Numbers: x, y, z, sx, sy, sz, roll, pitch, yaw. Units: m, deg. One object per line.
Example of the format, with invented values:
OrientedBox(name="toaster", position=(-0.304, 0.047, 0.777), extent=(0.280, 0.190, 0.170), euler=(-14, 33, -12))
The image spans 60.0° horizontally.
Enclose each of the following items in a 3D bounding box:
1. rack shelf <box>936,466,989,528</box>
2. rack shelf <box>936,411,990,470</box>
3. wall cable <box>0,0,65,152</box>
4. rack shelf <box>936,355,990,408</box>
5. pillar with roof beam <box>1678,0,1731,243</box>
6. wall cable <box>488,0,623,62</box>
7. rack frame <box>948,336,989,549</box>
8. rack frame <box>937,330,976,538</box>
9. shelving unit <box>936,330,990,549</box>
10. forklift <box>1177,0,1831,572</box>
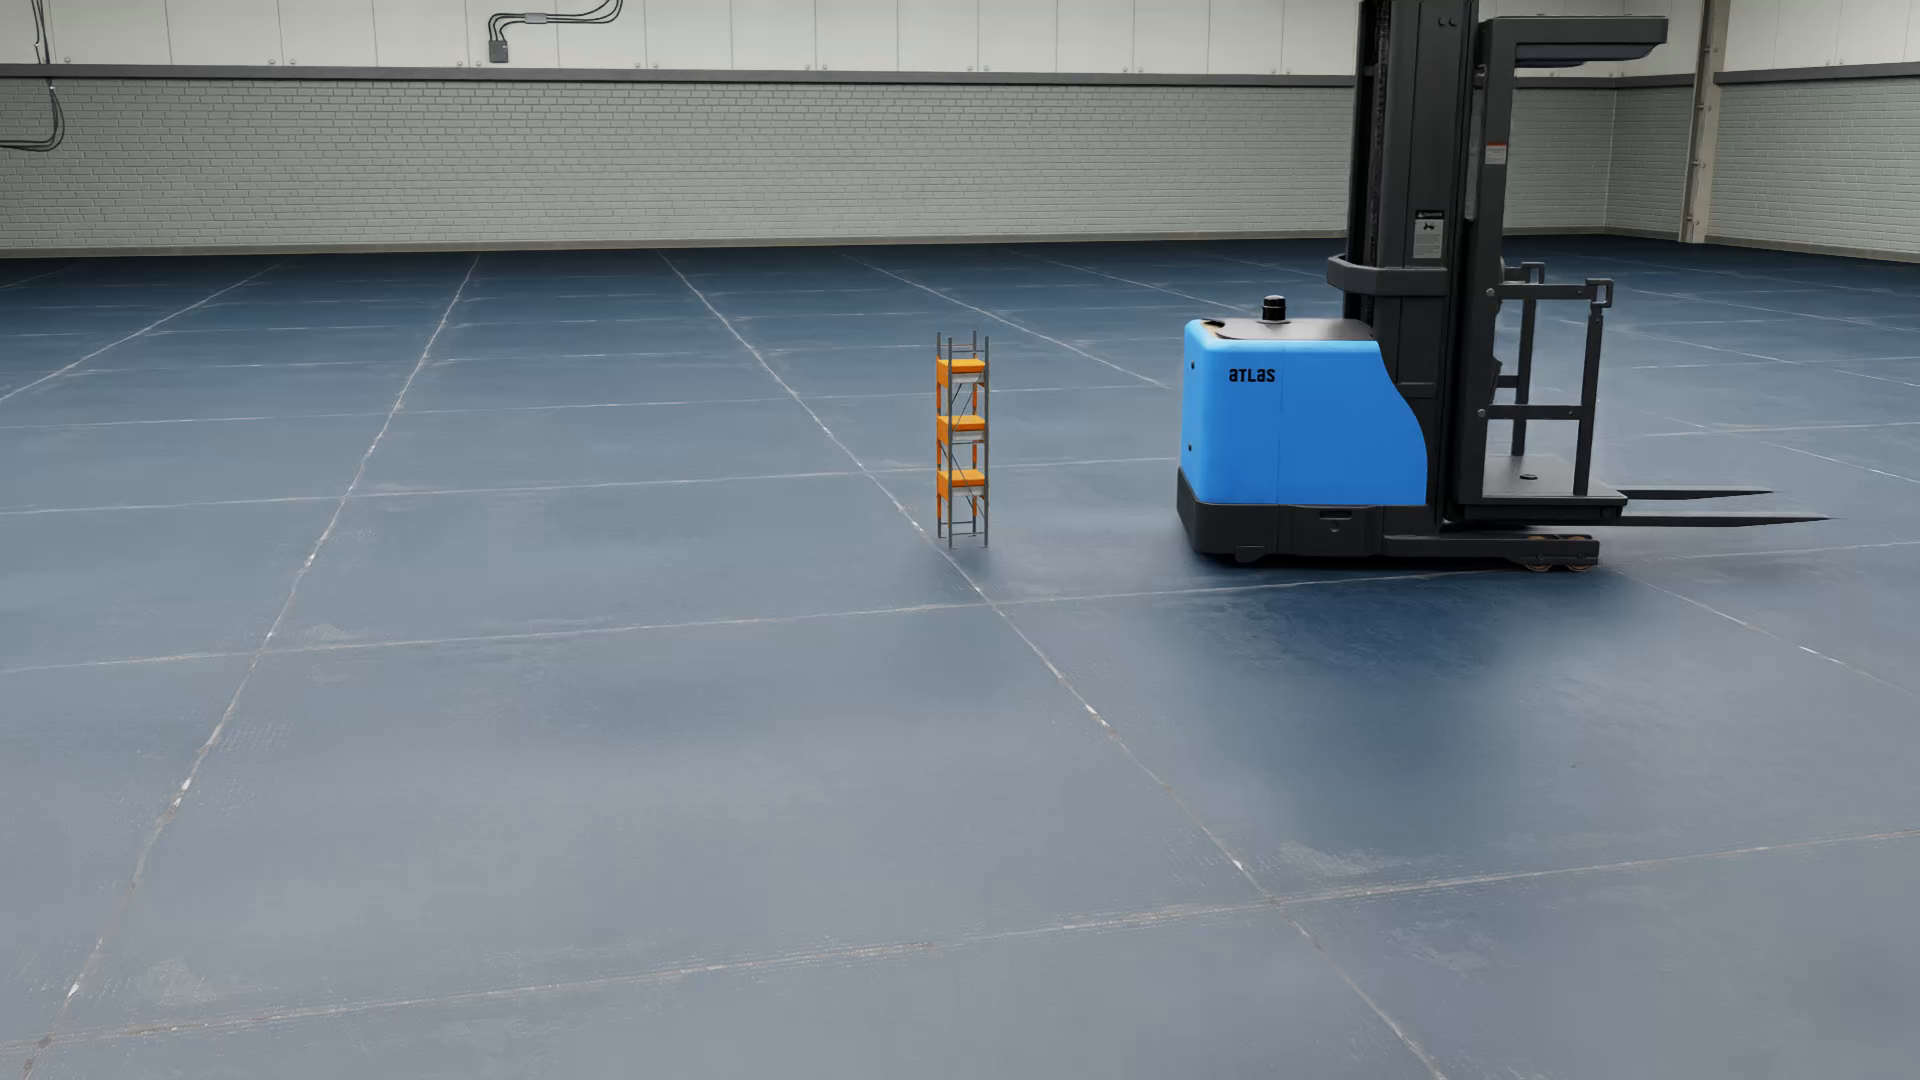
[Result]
OrientedBox(name="rack shelf", position=(0.013, -0.217, 8.320), extent=(0.215, 0.259, 0.240), euler=(-3, 14, -13))
OrientedBox(name="rack shelf", position=(0.013, -0.487, 8.254), extent=(0.215, 0.259, 0.240), euler=(-3, 14, -13))
OrientedBox(name="wall cable", position=(-16.170, -7.494, 26.683), extent=(3.097, 2.526, 0.112), euler=(-3, 14, -13))
OrientedBox(name="rack shelf", position=(0.013, -0.763, 8.187), extent=(0.215, 0.259, 0.240), euler=(-3, 14, -13))
OrientedBox(name="pillar with roof beam", position=(9.671, -9.765, 29.436), extent=(9.100, 9.000, 0.400), euler=(-3, 14, -13))
OrientedBox(name="wall cable", position=(-6.939, -11.180, 28.062), extent=(2.305, 6.003, 0.169), euler=(-3, 14, -13))
OrientedBox(name="rack frame", position=(0.041, -0.470, 8.137), extent=(0.200, 1.050, 0.008), euler=(-3, 14, -13))
OrientedBox(name="rack frame", position=(-0.016, -0.526, 8.367), extent=(0.200, 1.050, 0.008), euler=(-3, 14, -13))
OrientedBox(name="shelving unit", position=(0.013, -0.498, 8.252), extent=(0.215, 1.050, 0.252), euler=(-3, 14, -13))
OrientedBox(name="forklift", position=(2.646, -1.402, 7.991), extent=(3.031, 2.935, 1.130), euler=(0, 14, 2))
